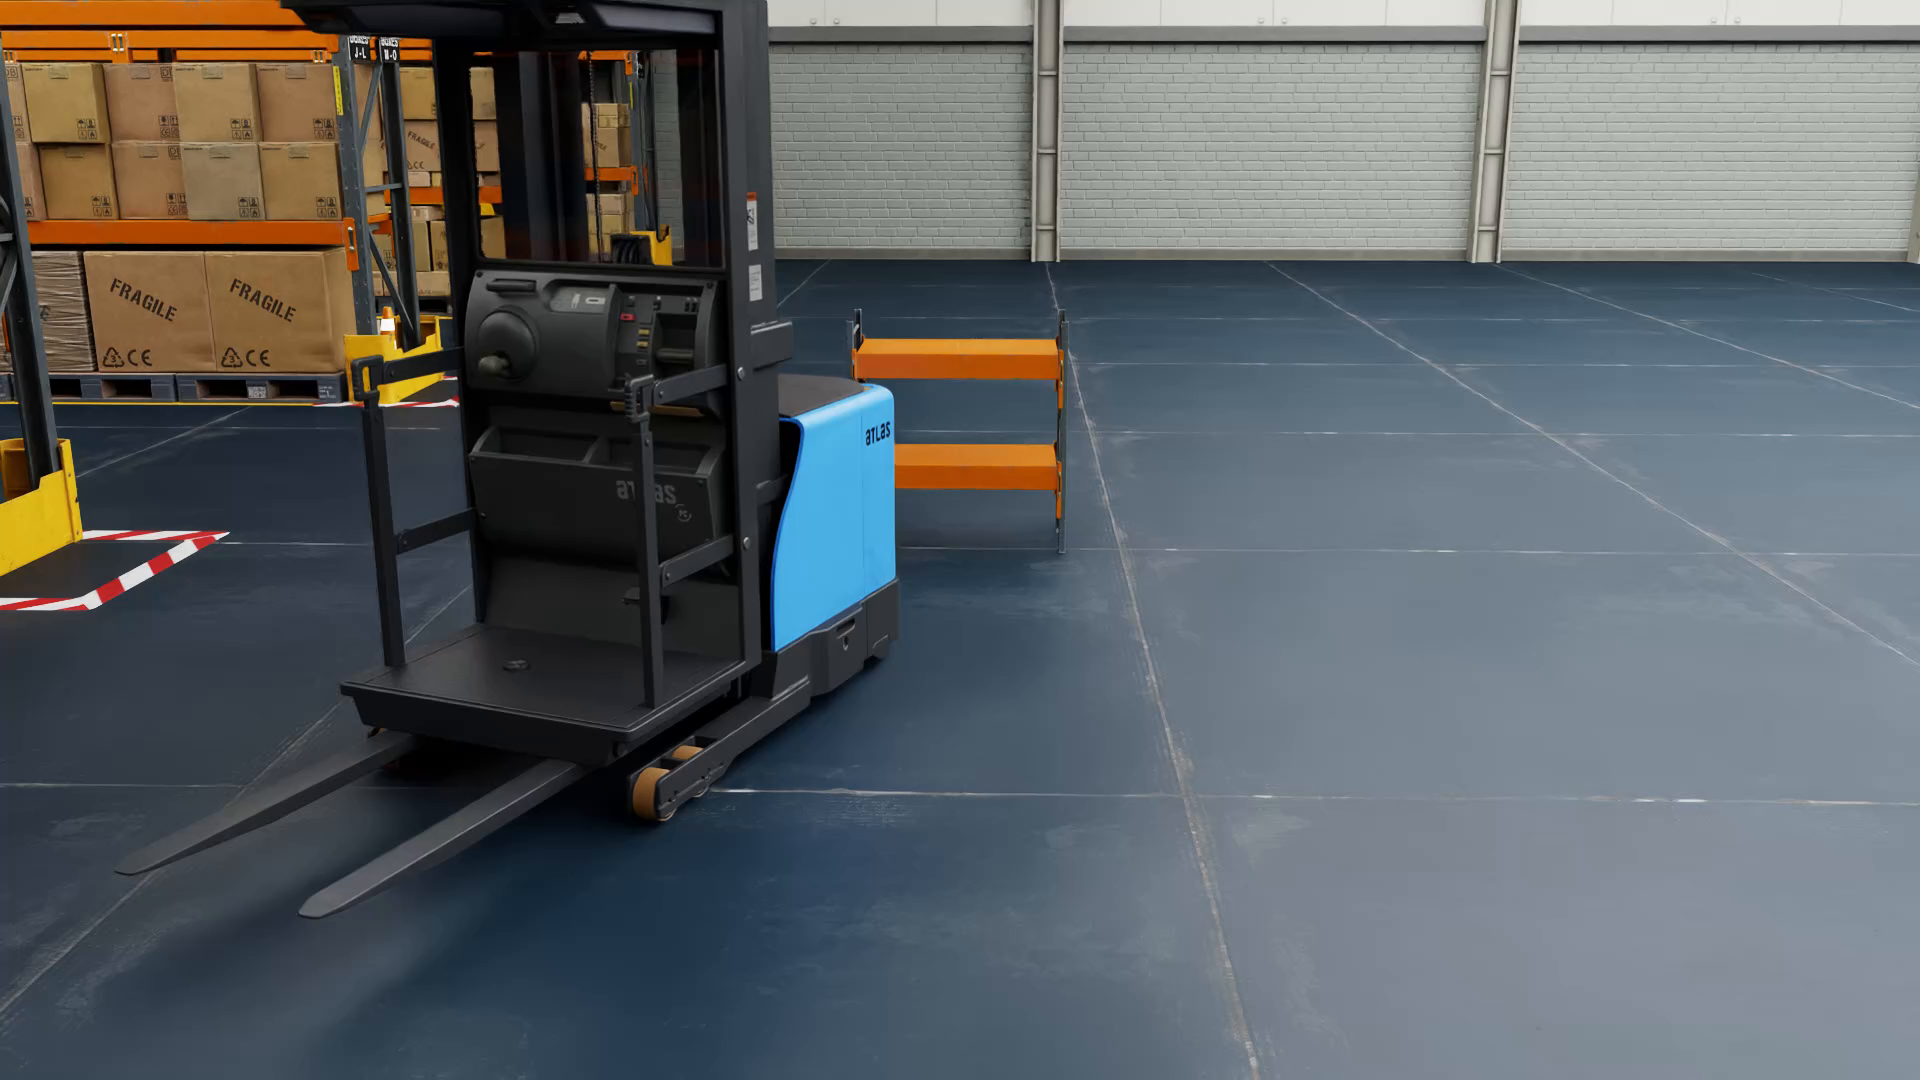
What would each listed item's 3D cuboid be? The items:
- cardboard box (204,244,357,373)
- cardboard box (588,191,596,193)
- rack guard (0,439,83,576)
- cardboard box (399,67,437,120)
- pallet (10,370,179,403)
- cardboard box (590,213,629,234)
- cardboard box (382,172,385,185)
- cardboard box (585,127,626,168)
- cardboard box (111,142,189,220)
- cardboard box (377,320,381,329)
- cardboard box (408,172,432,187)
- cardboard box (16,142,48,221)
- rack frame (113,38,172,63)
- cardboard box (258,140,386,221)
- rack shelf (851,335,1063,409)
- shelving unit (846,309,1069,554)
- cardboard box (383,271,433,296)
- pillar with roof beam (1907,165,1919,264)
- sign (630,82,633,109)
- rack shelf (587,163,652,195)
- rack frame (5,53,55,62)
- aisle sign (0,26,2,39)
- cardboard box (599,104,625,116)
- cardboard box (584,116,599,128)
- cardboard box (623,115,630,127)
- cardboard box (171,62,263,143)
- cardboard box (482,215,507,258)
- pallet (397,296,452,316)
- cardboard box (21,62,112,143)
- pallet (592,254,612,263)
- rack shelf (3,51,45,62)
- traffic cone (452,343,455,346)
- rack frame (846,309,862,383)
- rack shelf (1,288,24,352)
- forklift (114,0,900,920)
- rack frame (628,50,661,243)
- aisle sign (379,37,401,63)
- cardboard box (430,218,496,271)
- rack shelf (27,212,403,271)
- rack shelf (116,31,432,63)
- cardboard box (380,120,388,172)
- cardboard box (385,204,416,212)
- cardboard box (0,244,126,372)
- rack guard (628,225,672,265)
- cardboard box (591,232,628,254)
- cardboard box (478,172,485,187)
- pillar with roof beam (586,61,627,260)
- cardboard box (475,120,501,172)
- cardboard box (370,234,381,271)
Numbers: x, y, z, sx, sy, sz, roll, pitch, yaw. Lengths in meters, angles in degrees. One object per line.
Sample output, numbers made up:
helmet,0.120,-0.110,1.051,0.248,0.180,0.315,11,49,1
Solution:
cardboard box,-4.974,-1.750,12.434,0.875,0.875,0.875,0,15,2
cardboard box,-5.122,-4.526,22.222,0.500,0.250,0.500,0,15,2
rack guard,-4.598,-0.114,7.793,0.348,0.500,1.175,0,15,1
cardboard box,-5.291,-4.478,16.694,0.500,0.500,0.700,1,15,2
pallet,-6.313,-1.232,12.596,1.213,0.211,1.003,0,15,1
cardboard box,-4.641,-4.154,21.792,0.500,0.250,0.500,0,15,1
cardboard box,-5.929,-3.666,16.849,0.250,0.149,0.380,0,15,1
cardboard box,-4.645,-5.100,21.594,0.500,0.500,0.500,0,15,0
cardboard box,-5.774,-2.684,12.338,0.550,0.550,0.875,0,15,1
cardboard box,-5.631,-1.964,15.494,0.250,0.149,0.380,9,17,30
cardboard box,-5.419,-3.650,16.789,0.250,0.149,0.380,1,15,2
cardboard box,-6.837,-2.654,12.227,0.550,0.550,0.875,0,15,1
rack frame,-8.268,-3.876,17.150,0.127,3.000,1.000,0,15,1
cardboard box,-4.667,-2.650,12.210,0.550,0.550,0.875,0,15,1
rack shelf,-0.007,-0.827,8.122,1.000,0.278,0.538,0,15,1
shelving unit,-0.007,-0.544,8.197,1.048,1.125,0.538,0,15,1
cardboard box,-5.602,-2.665,17.128,0.500,0.250,0.500,0,15,2
pillar with roof beam,13.065,-7.035,17.366,0.400,9.000,9.100,0,15,1
sign,-4.174,-5.651,21.147,0.005,0.325,0.100,0,15,1
rack shelf,-6.146,-4.781,21.990,4.000,0.370,1.077,0,15,1
rack frame,-12.144,-5.168,22.046,0.127,3.000,1.000,0,15,1
aisle sign,-4.453,-2.655,7.429,0.004,0.787,0.394,0,15,1
cardboard box,-4.510,-5.570,21.521,0.250,0.149,0.380,0,15,2
cardboard box,-4.756,-5.402,21.469,0.250,0.149,0.380,1,15,2
cardboard box,-4.479,-5.546,22.012,0.250,0.149,0.380,0,15,0
cardboard box,-5.217,-3.174,12.078,0.550,0.550,0.875,0,15,1
cardboard box,-5.093,-3.161,17.540,0.500,0.500,0.500,0,15,0
pallet,-5.157,-2.516,17.463,1.213,0.211,1.003,0,15,1
cardboard box,-6.306,-3.182,12.110,0.500,0.550,0.875,0,15,1
pallet,-4.912,-3.761,22.183,1.213,0.211,1.003,0,15,1
rack shelf,-14.143,-6.283,21.805,4.000,0.370,1.077,0,15,1
traffic cone,-4.421,-2.011,15.057,0.334,0.463,0.336,0,15,1
rack frame,-0.515,-0.547,8.209,0.032,1.125,0.500,0,15,1
rack shelf,-6.522,-0.987,7.613,4.000,0.370,1.077,0,15,1
forklift,-1.276,-0.679,5.167,1.130,2.935,3.031,6,16,22
rack frame,-4.146,-5.115,21.849,0.127,3.000,1.000,0,15,1
aisle sign,-4.216,-3.920,12.220,0.004,0.787,0.394,0,15,1
cardboard box,-5.077,-3.024,17.020,0.500,0.500,0.500,0,15,2
rack shelf,-6.294,-2.252,12.405,4.000,0.370,1.077,0,15,1
rack shelf,-6.269,-4.965,16.809,4.000,0.370,1.077,0,15,1
cardboard box,-5.820,-3.984,16.780,0.500,0.500,0.500,0,15,1
cardboard box,-5.697,-3.326,16.891,0.250,0.149,0.380,1,15,2
cardboard box,-6.765,-1.761,12.478,0.875,0.875,0.875,0,15,2
rack guard,-4.122,-3.907,22.167,0.348,0.500,1.175,0,15,1
cardboard box,-4.624,-3.911,21.852,0.500,0.250,0.500,0,15,2
cardboard box,-4.905,-3.649,16.784,0.250,0.149,0.380,0,15,1
pillar with roof beam,-4.929,-7.153,17.811,0.400,9.000,9.100,0,15,1
cardboard box,-4.819,-3.975,16.747,0.500,0.500,0.500,0,15,0
cardboard box,-6.103,-3.032,17.049,0.500,0.500,0.500,0,15,0
